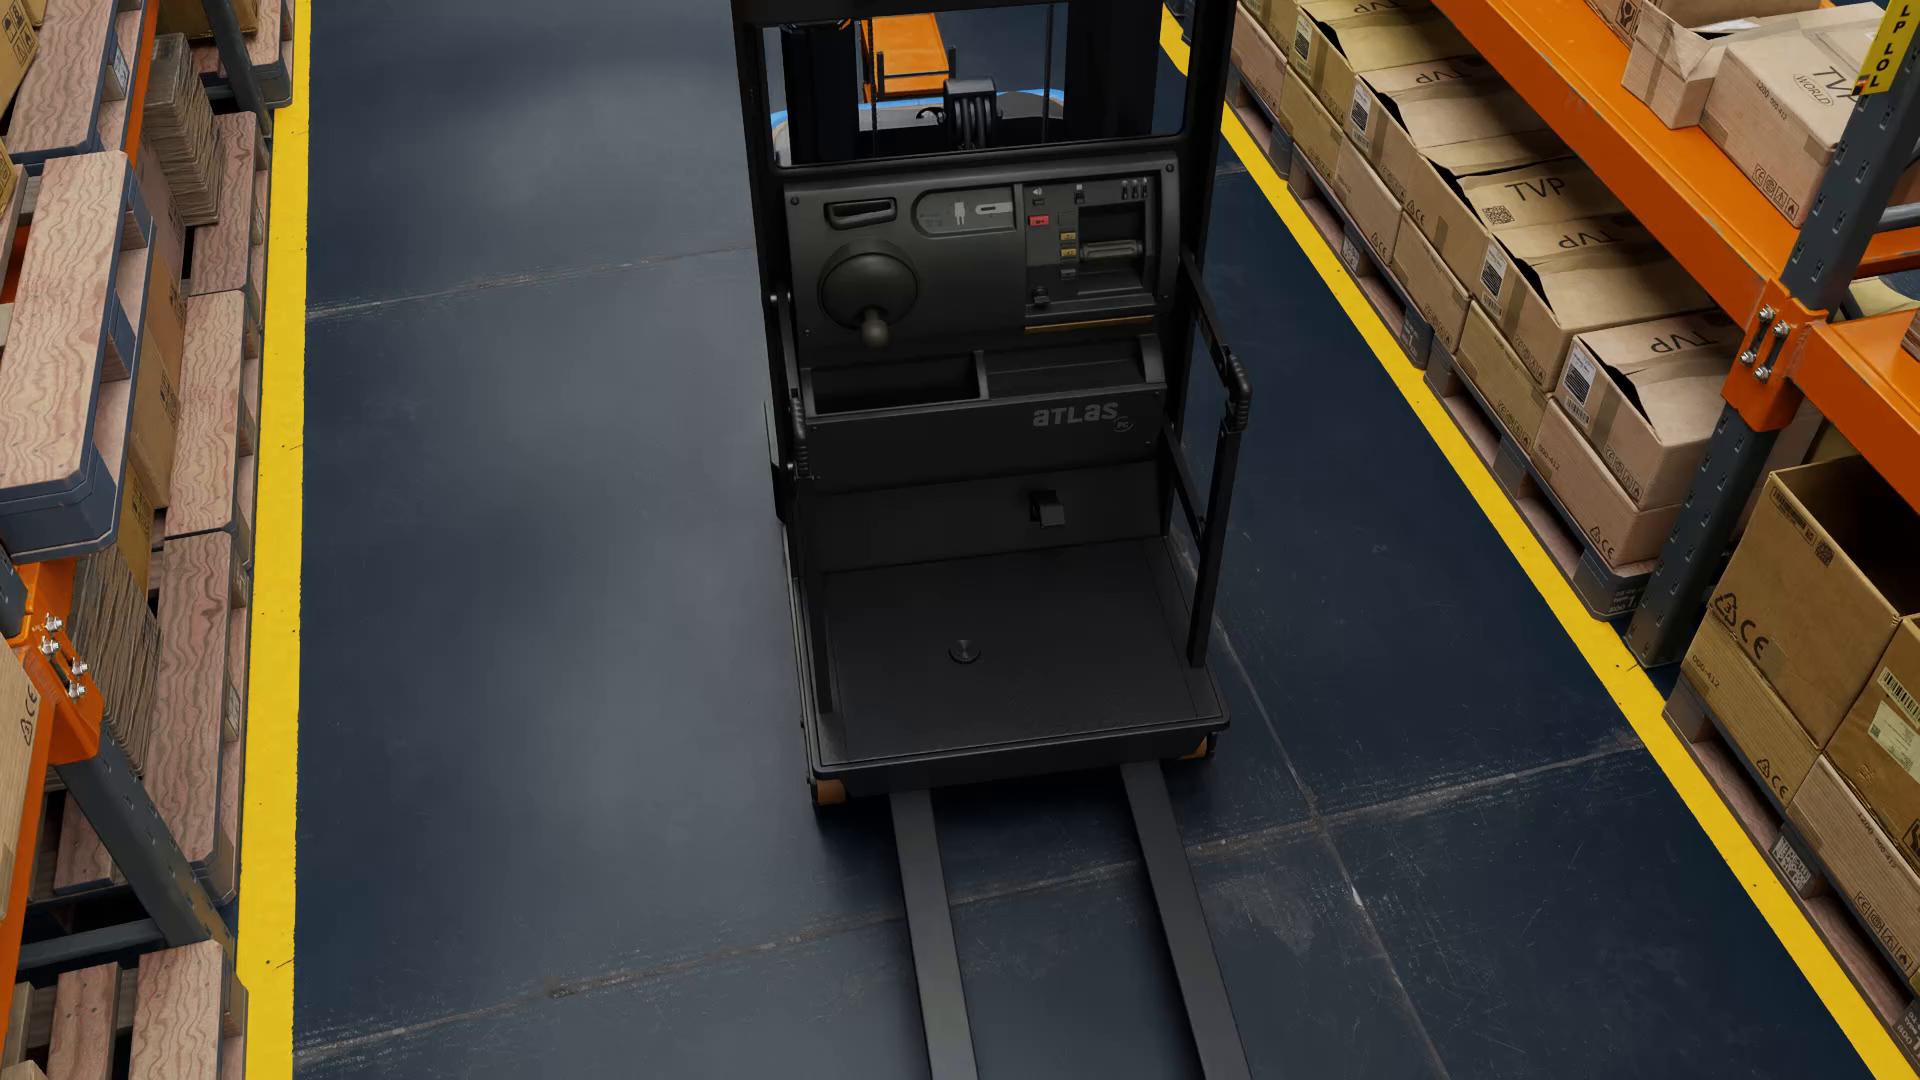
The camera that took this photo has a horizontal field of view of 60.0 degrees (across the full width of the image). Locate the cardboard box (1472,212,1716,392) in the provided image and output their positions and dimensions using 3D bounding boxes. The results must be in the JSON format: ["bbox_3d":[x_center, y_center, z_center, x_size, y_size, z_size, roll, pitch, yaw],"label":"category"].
[{"bbox_3d":[1.951,-0.766,5.139,0.500,0.311,0.500,-10,46,-9],"label":"cardboard box"}]

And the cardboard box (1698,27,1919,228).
[{"bbox_3d":[2.303,-1.079,4.312,0.500,0.250,0.500,-8,46,-8],"label":"cardboard box"}]

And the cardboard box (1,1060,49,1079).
[{"bbox_3d":[-2.150,1.310,3.542,0.380,0.166,0.250,-16,48,-15],"label":"cardboard box"}]

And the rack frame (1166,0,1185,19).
[{"bbox_3d":[1.447,-3.561,6.640,1.000,3.000,0.127,-11,47,-10],"label":"rack frame"}]

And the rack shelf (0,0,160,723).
[{"bbox_3d":[-2.828,-1.020,4.653,1.077,0.370,4.000,-11,47,-10],"label":"rack shelf"}]

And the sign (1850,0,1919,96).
[{"bbox_3d":[1.949,-1.071,3.444,0.100,0.325,0.005,-11,47,-10],"label":"sign"}]

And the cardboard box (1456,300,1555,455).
[{"bbox_3d":[1.957,-0.567,5.337,0.500,0.250,0.500,-11,47,-11],"label":"cardboard box"}]

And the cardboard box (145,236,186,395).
[{"bbox_3d":[-2.932,-0.730,5.307,0.700,0.500,0.500,-11,47,-11],"label":"cardboard box"}]

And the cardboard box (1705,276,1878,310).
[{"bbox_3d":[2.483,-0.858,5.229,0.500,0.311,0.500,-11,47,-11],"label":"cardboard box"}]

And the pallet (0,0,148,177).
[{"bbox_3d":[-2.794,-1.227,4.486,1.003,0.211,1.213,-11,47,-10],"label":"pallet"}]

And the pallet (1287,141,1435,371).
[{"bbox_3d":[1.929,-1.169,6.248,1.003,0.211,1.213,-11,47,-10],"label":"pallet"}]

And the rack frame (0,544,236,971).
[{"bbox_3d":[-2.316,0.109,3.043,1.000,3.000,0.127,-11,47,-10],"label":"rack frame"}]

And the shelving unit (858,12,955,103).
[{"bbox_3d":[-0.171,-1.236,5.621,0.258,1.200,0.503,-6,46,-6],"label":"shelving unit"}]

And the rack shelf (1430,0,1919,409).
[{"bbox_3d":[1.959,-1.929,5.544,1.077,0.370,4.000,-11,47,-10],"label":"rack shelf"}]

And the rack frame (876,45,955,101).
[{"bbox_3d":[-0.134,-1.064,5.453,0.240,1.200,0.015,-6,46,-6],"label":"rack frame"}]

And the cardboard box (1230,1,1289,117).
[{"bbox_3d":[1.427,-1.984,6.725,0.500,0.250,0.500,-12,47,-11],"label":"cardboard box"}]

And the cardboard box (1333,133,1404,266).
[{"bbox_3d":[1.697,-1.272,6.027,0.500,0.250,0.500,-10,46,-10],"label":"cardboard box"}]

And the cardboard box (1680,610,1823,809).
[{"bbox_3d":[2.297,0.391,4.397,0.500,0.250,0.500,-11,47,-10],"label":"cardboard box"}]

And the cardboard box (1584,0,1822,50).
[{"bbox_3d":[2.156,-1.732,4.777,0.500,0.500,0.500,-8,46,-7],"label":"cardboard box"}]

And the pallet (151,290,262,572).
[{"bbox_3d":[-2.833,-0.297,5.393,1.003,0.211,1.213,-11,47,-10],"label":"pallet"}]

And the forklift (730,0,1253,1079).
[{"bbox_3d":[0.095,-0.585,3.771,1.130,2.935,3.031,-6,46,-6],"label":"forklift"}]

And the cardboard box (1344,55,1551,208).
[{"bbox_3d":[1.701,-1.458,5.818,0.500,0.311,0.500,-11,47,-11],"label":"cardboard box"}]

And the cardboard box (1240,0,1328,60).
[{"bbox_3d":[1.440,-2.166,6.511,0.500,0.311,0.500,-12,47,-11],"label":"cardboard box"}]

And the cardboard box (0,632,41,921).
[{"bbox_3d":[-1.902,0.426,2.824,0.500,0.250,0.500,-11,47,-10],"label":"cardboard box"}]

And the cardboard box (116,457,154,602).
[{"bbox_3d":[-2.702,-0.023,4.615,0.700,0.500,0.500,-12,47,-11],"label":"cardboard box"}]

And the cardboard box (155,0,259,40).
[{"bbox_3d":[-3.402,-2.579,6.889,0.750,0.750,0.750,-11,47,-11],"label":"cardboard box"}]

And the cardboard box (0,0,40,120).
[{"bbox_3d":[-2.749,-1.274,4.020,0.700,0.500,0.500,-5,46,-5],"label":"cardboard box"}]

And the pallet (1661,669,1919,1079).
[{"bbox_3d":[2.634,0.733,4.384,1.003,0.211,1.213,-11,47,-10],"label":"pallet"}]

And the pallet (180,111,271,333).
[{"bbox_3d":[-3.142,-1.137,6.217,1.003,0.211,1.213,-11,47,-10],"label":"pallet"}]

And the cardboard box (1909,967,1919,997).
[{"bbox_3d":[2.543,1.084,3.719,0.500,0.250,0.500,-11,47,-10],"label":"cardboard box"}]

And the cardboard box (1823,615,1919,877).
[{"bbox_3d":[2.423,0.474,3.791,0.500,0.500,0.500,-11,47,-10],"label":"cardboard box"}]

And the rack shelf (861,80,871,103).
[{"bbox_3d":[-0.171,-1.346,5.510,0.258,0.148,0.480,-6,46,-6],"label":"rack shelf"}]

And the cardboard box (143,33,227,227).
[{"bbox_3d":[-3.106,-1.445,6.008,0.700,0.500,0.500,-10,46,-10],"label":"cardboard box"}]
